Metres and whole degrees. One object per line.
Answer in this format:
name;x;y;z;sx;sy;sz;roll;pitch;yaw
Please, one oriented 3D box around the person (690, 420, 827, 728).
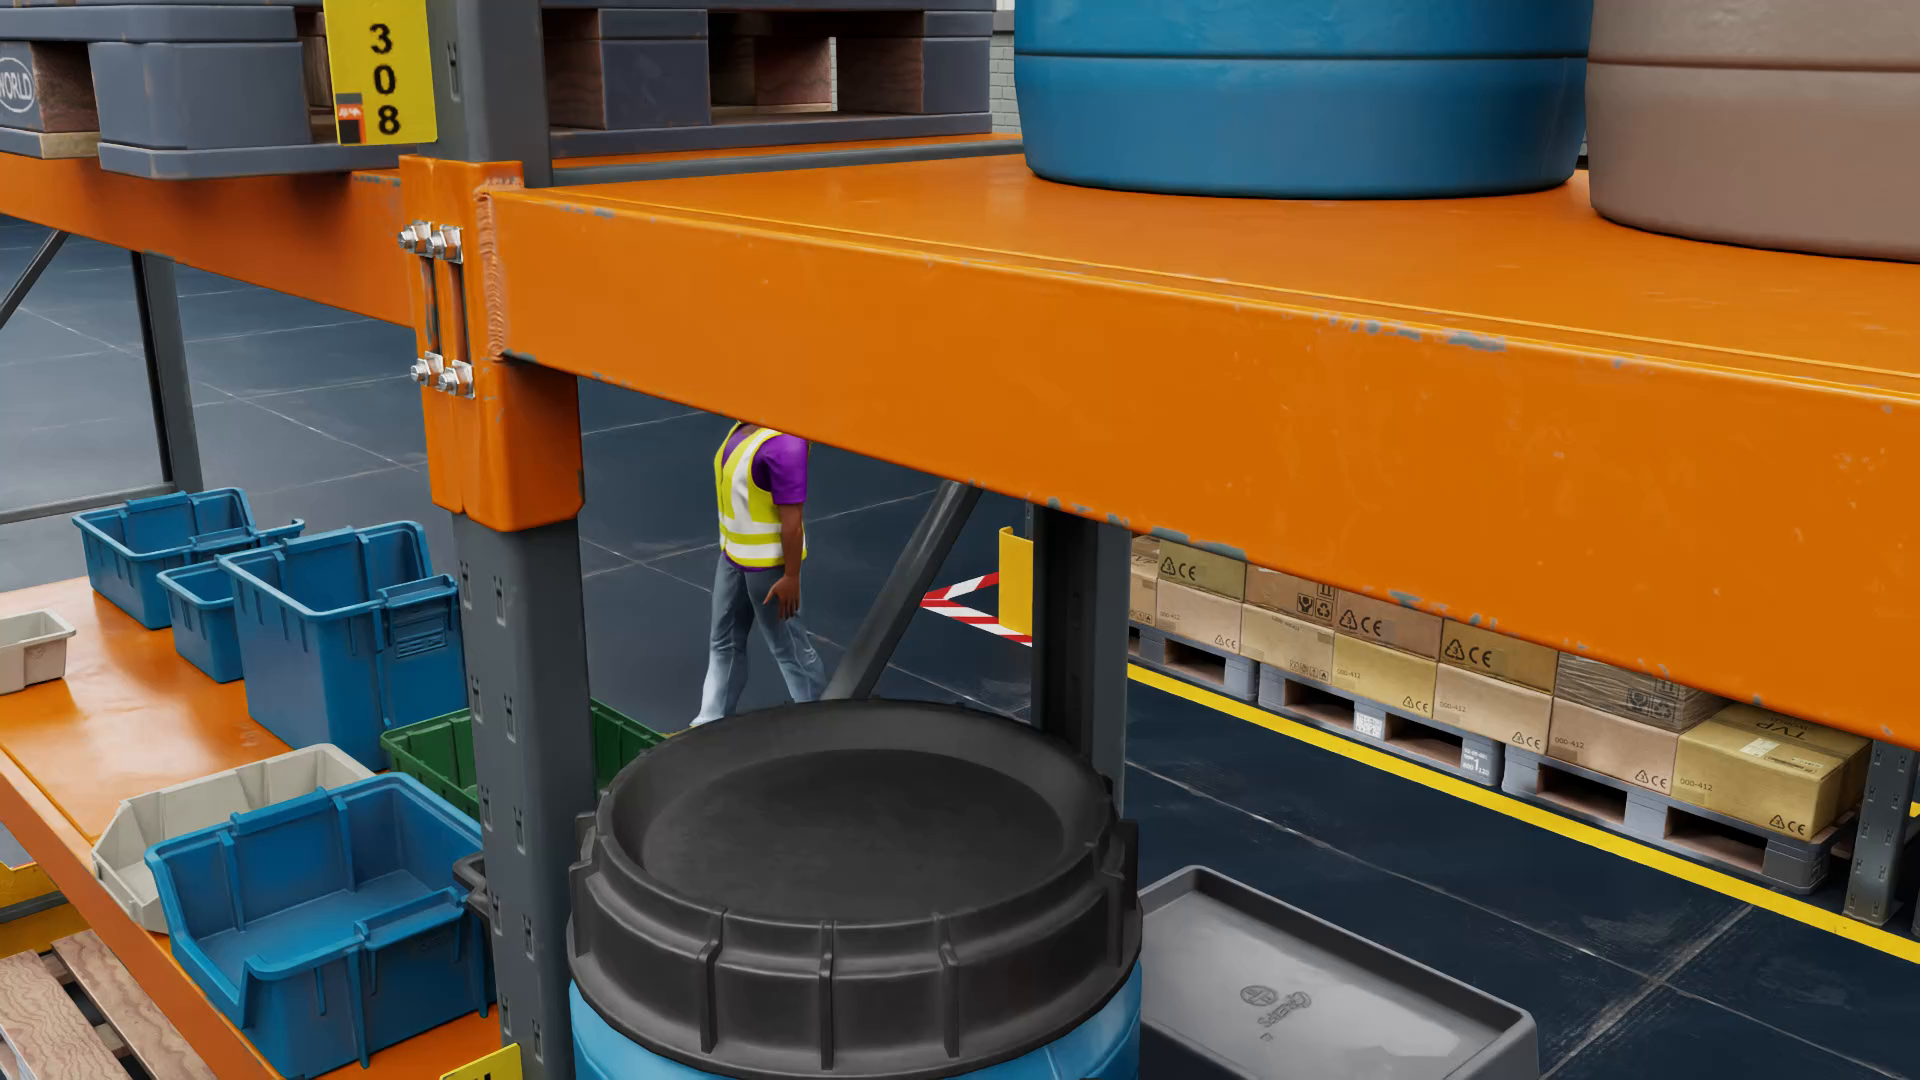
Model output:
person;-0.894;0.075;6.764;0.773;1.753;0.601;-8;19;-24
